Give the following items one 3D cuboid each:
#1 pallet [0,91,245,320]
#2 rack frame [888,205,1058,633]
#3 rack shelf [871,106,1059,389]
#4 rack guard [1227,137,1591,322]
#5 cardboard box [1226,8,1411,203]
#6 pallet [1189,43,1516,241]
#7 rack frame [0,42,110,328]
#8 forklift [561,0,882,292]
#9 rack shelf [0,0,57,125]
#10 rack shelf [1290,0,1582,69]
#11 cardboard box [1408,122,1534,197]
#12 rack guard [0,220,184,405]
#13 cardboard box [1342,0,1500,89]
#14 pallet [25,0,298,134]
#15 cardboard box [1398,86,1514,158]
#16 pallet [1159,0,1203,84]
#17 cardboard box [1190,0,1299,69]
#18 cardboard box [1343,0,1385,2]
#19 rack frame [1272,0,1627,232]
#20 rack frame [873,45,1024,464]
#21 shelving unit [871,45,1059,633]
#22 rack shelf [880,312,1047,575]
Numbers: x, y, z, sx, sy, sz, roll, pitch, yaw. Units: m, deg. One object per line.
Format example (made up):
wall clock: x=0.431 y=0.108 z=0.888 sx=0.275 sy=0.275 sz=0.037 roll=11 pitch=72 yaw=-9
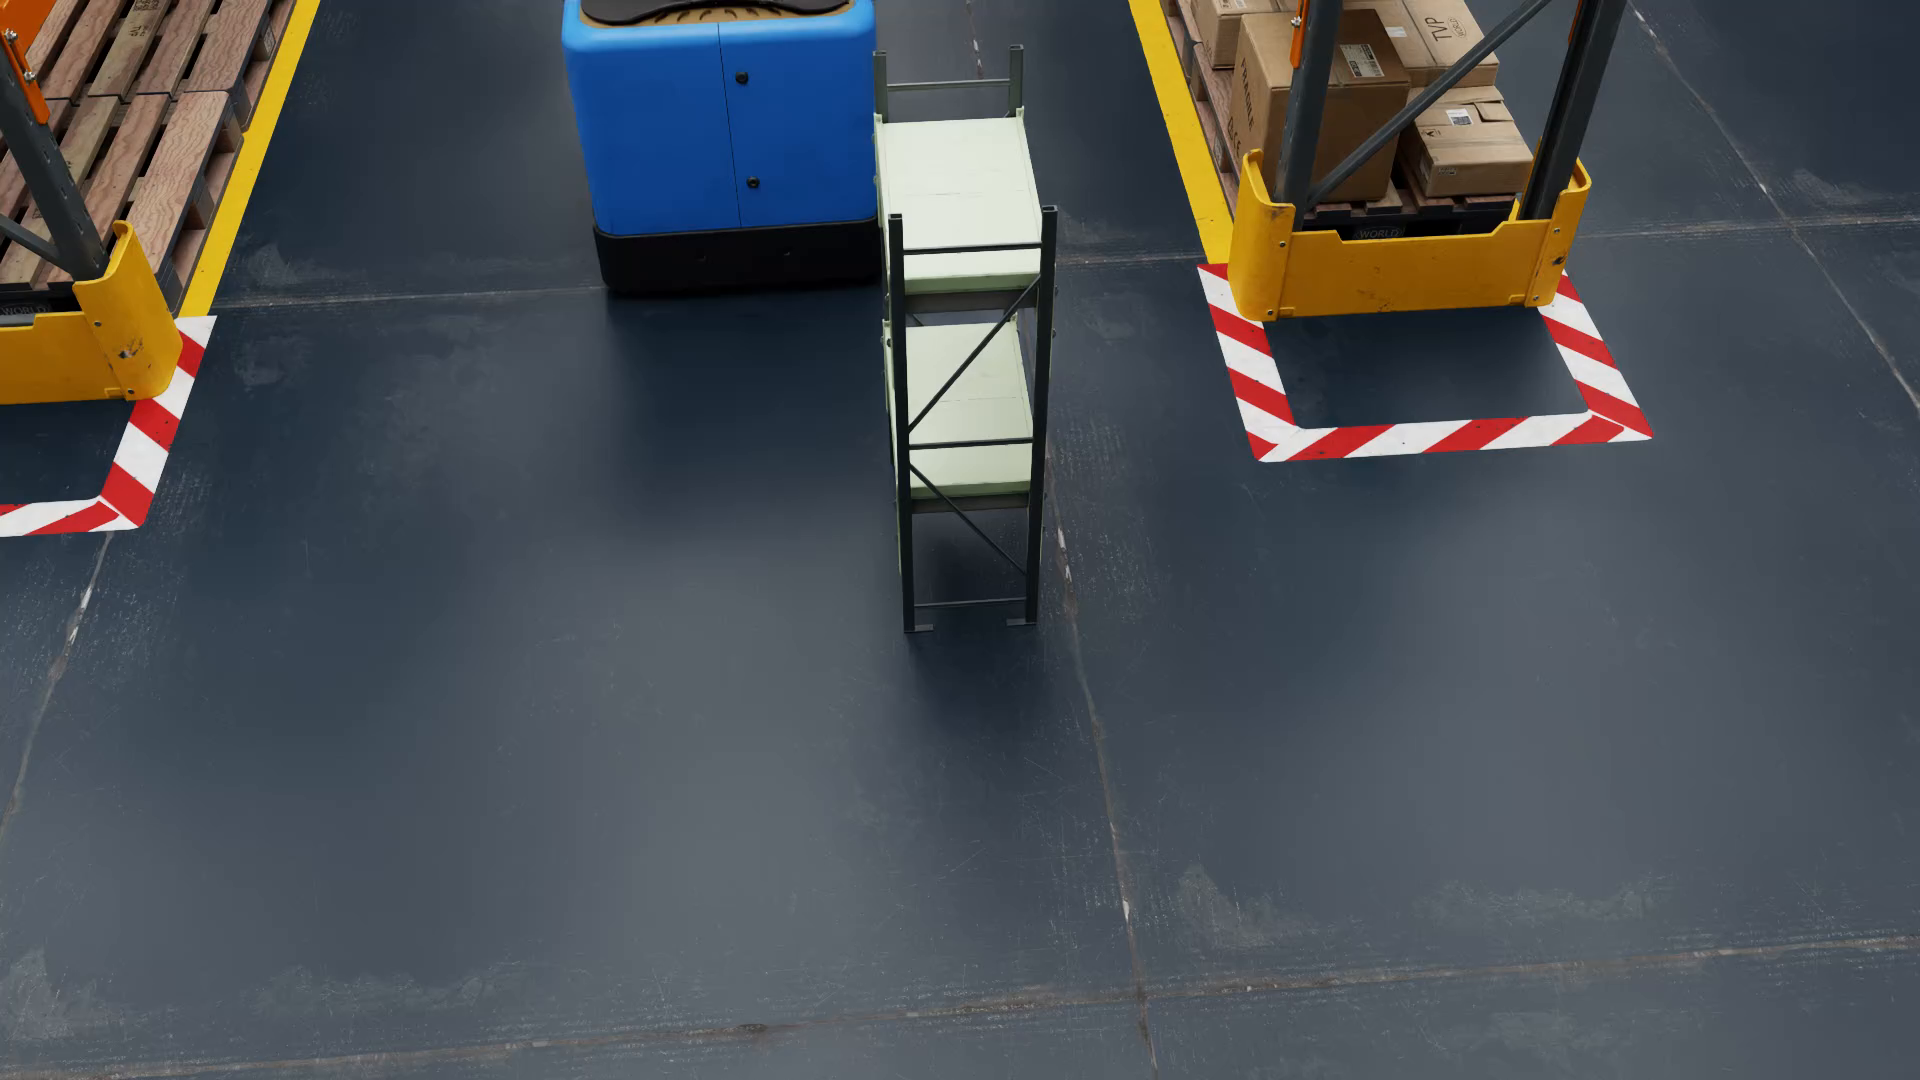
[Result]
pallet: x=-3.376 y=-1.262 z=6.300 sx=1.003 sy=0.211 sz=1.213 roll=-3 pitch=47 yaw=-3
rack frame: x=0.030 y=-0.256 z=4.459 sx=0.400 sy=1.500 sz=0.023 roll=-3 pitch=47 yaw=-3
rack shelf: x=-0.001 y=-0.789 z=4.427 sx=0.431 sy=0.370 sz=0.720 roll=-3 pitch=47 yaw=-3
rack guard: x=1.585 y=-1.115 z=5.962 sx=1.175 sy=0.500 sz=0.348 roll=-3 pitch=47 yaw=-3
cardboard box: x=1.300 y=-1.590 z=6.109 sx=0.500 sy=0.500 sz=0.500 roll=-3 pitch=47 yaw=-3
pallet: x=1.517 y=-1.593 z=6.613 sx=1.003 sy=0.211 sz=1.213 roll=-3 pitch=47 yaw=-3
rack frame: x=-3.345 y=-1.622 z=4.720 sx=1.000 sy=3.000 sz=0.127 roll=-3 pitch=47 yaw=-3
forklift: x=-0.935 y=-2.978 z=6.052 sx=1.130 sy=2.935 sz=3.031 roll=-5 pitch=47 yaw=-4
rack shelf: x=-3.513 y=-2.821 z=6.352 sx=1.077 sy=0.370 sz=4.000 roll=-3 pitch=47 yaw=-3
rack shelf: x=1.424 y=-3.120 z=6.634 sx=1.077 sy=0.370 sz=4.000 roll=-3 pitch=47 yaw=-3
cardboard box: x=1.898 y=-1.415 z=6.185 sx=0.380 sy=0.149 sz=0.250 roll=-3 pitch=47 yaw=-3
rack guard: x=-3.330 y=-0.746 z=5.612 sx=1.175 sy=0.500 sz=0.348 roll=-3 pitch=47 yaw=-3
cardboard box: x=1.786 y=-1.898 z=6.573 sx=0.500 sy=0.250 sz=0.500 roll=-3 pitch=47 yaw=-3
pallet: x=-3.475 y=-2.142 z=7.134 sx=1.003 sy=0.211 sz=1.213 roll=-3 pitch=47 yaw=-3
cardboard box: x=1.877 y=-1.602 z=6.349 sx=0.380 sy=0.166 sz=0.250 roll=-3 pitch=47 yaw=-3
pallet: x=1.418 y=-2.473 z=7.447 sx=1.003 sy=0.211 sz=1.213 roll=-3 pitch=47 yaw=-3
cardboard box: x=1.250 y=-2.193 z=6.852 sx=0.500 sy=0.250 sz=0.500 roll=-3 pitch=47 yaw=-3
cardboard box: x=1.744 y=-2.260 z=6.915 sx=0.500 sy=0.250 sz=0.500 roll=-3 pitch=47 yaw=-3
rack frame: x=1.591 y=-1.920 z=5.002 sx=1.000 sy=3.000 sz=0.127 roll=-3 pitch=47 yaw=-3
rack frame: x=-0.031 y=-0.785 z=4.961 sx=0.400 sy=1.500 sz=0.023 roll=-3 pitch=47 yaw=-3
shelving unit: x=-0.001 y=-0.521 z=4.710 sx=0.431 sy=1.500 sz=0.755 roll=-3 pitch=47 yaw=-3
rack shelf: x=-0.001 y=-0.296 z=4.947 sx=0.431 sy=0.370 sz=0.720 roll=-3 pitch=47 yaw=-3
